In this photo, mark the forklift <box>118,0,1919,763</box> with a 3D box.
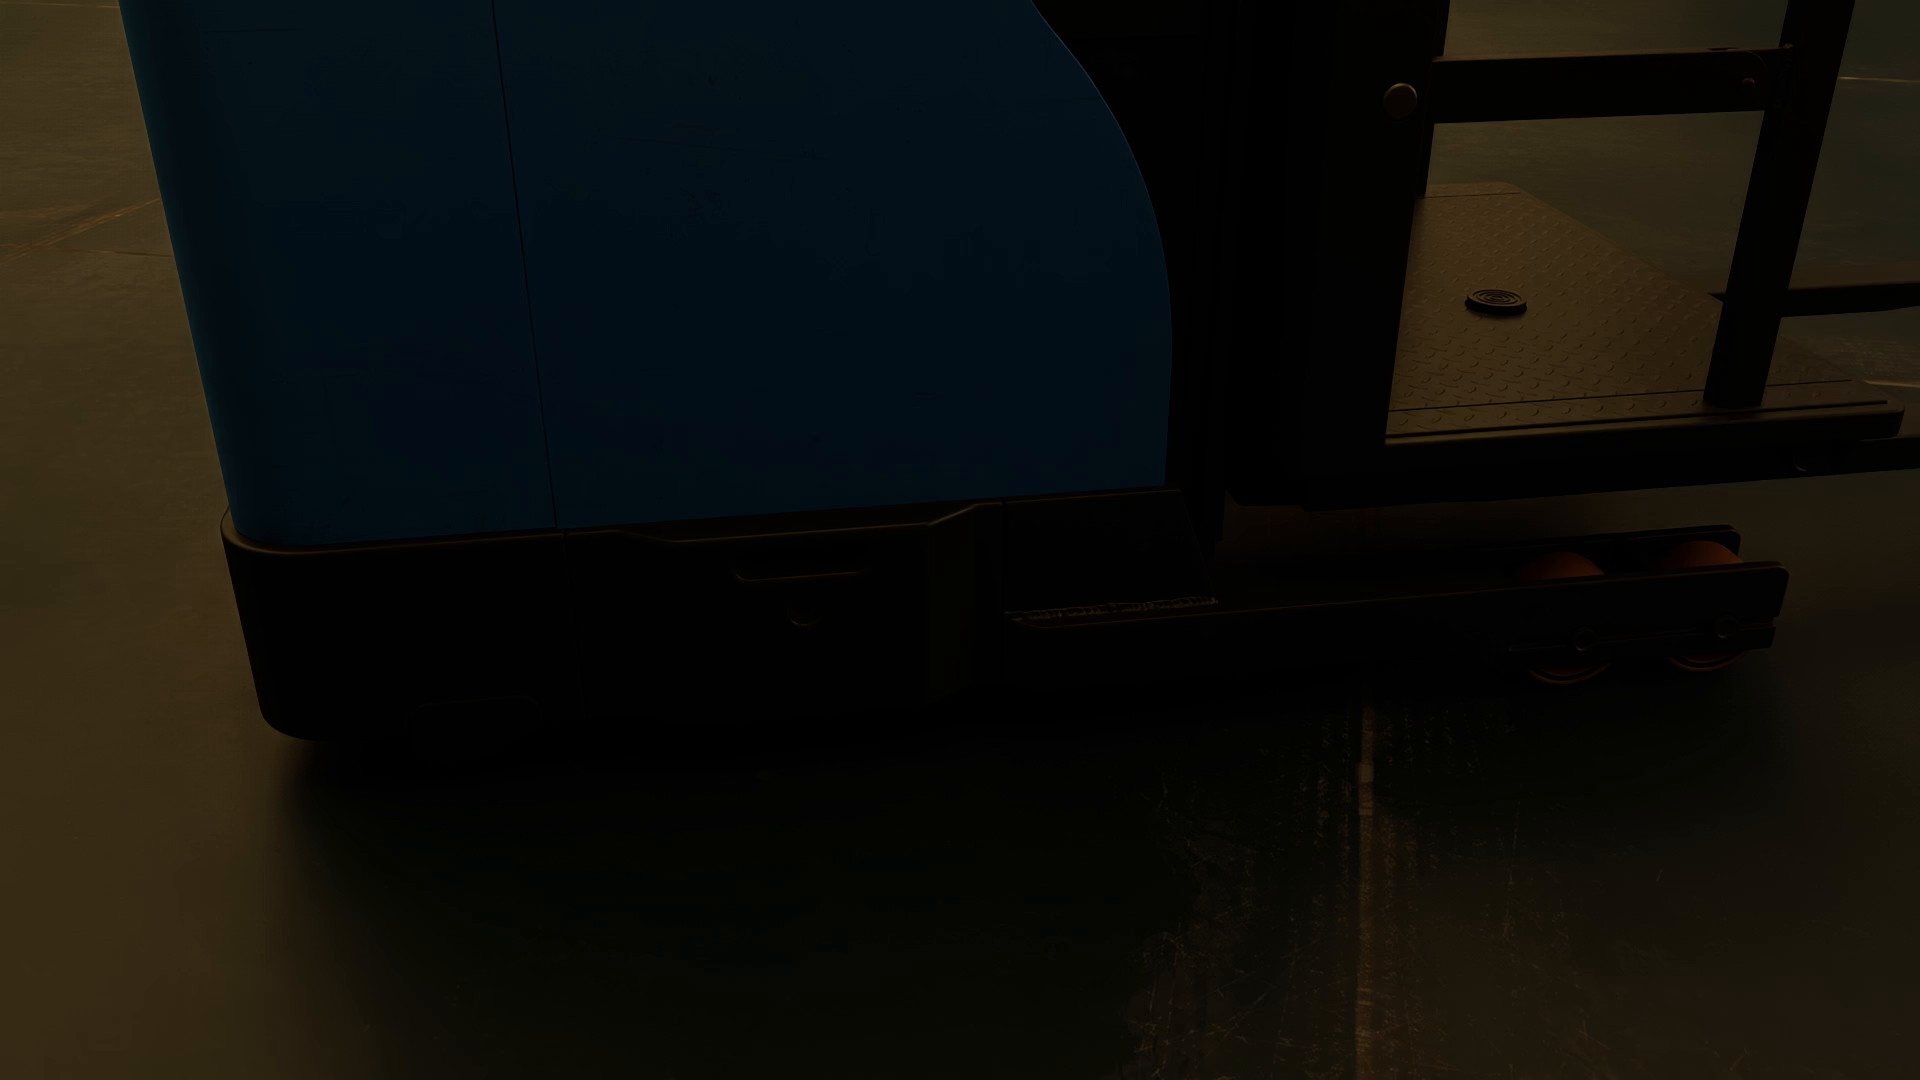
[{"bbox_3d":[0.600,-1.354,1.930,3.031,2.935,1.130,-4,27,-9],"label":"forklift"}]
